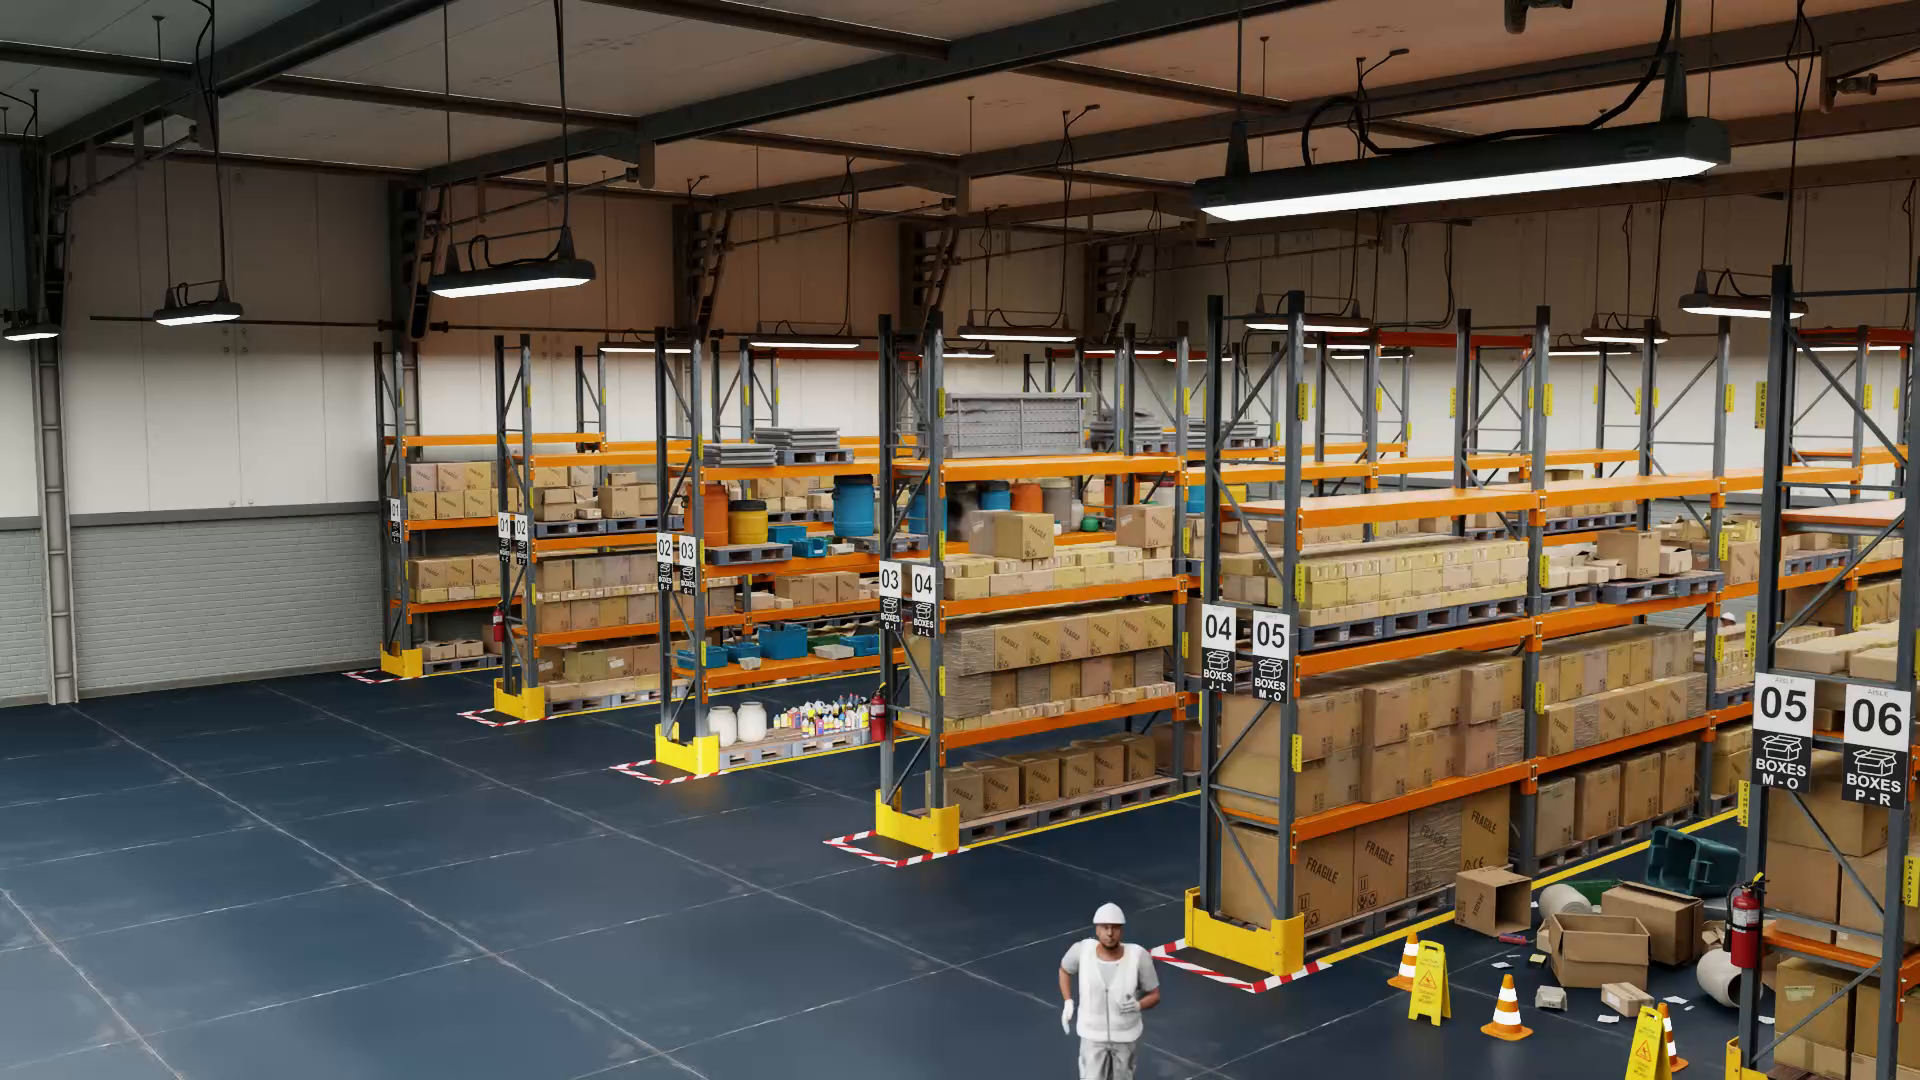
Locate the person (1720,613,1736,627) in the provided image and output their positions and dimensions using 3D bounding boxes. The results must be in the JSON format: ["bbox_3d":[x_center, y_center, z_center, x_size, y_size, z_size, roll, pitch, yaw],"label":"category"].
[{"bbox_3d":[11.530,1.972,25.042,1.003,1.765,0.661,-4,7,-41],"label":"person"}]

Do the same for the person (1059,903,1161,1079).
[{"bbox_3d":[0.978,3.275,10.922,0.667,1.818,0.818,0,5,4],"label":"person"}]
